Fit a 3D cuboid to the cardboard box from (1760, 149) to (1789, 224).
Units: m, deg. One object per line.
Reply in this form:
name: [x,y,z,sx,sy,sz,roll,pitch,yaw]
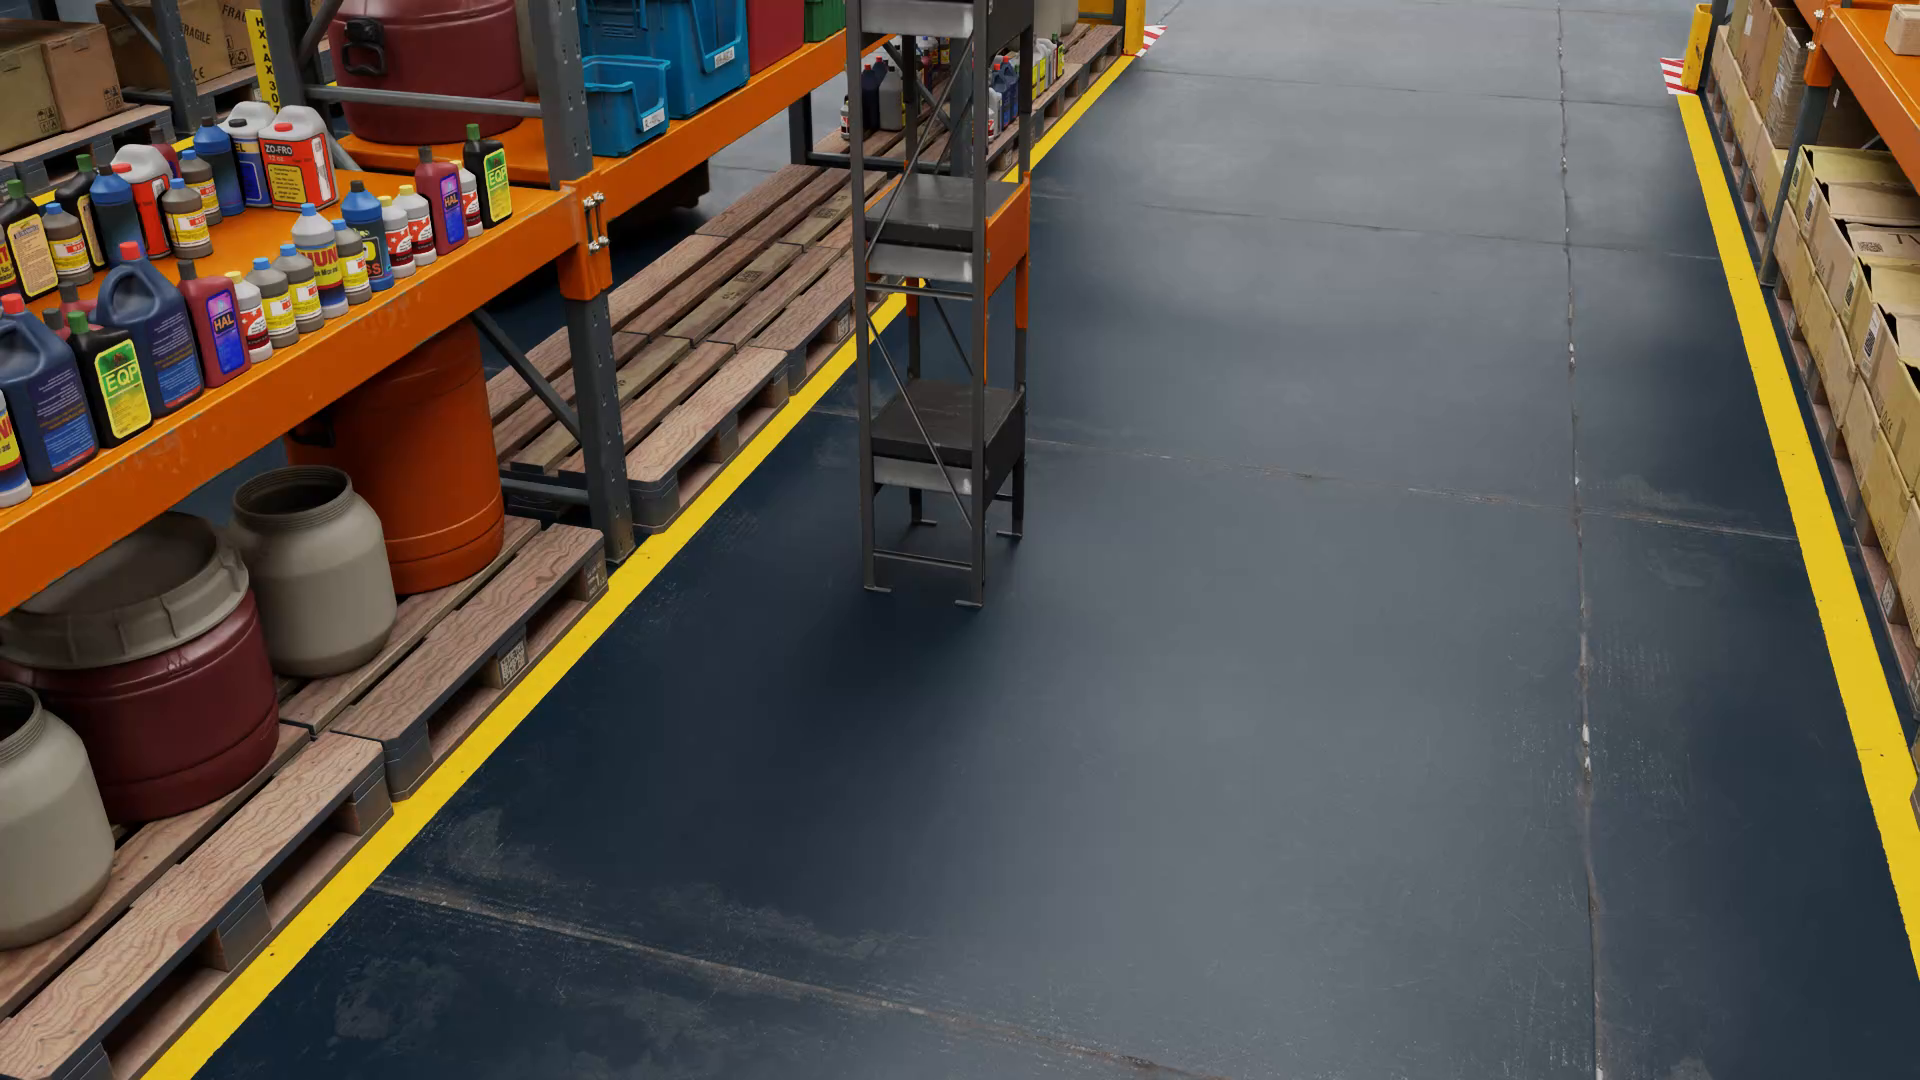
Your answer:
cardboard box: [4.231,-1.700,8.117,0.500,0.250,0.500,8,30,15]

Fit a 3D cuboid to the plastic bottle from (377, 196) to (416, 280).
plastic bottle: [-1.463,-0.782,4.274,0.097,0.201,0.097,0,29,0]

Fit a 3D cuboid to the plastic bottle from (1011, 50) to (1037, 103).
plastic bottle: [0.383,-2.816,9.998,0.144,0.351,0.185,8,30,14]

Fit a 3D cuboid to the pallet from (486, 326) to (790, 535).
pallet: [-1.340,-0.457,6.354,1.003,0.211,1.213,8,30,15]

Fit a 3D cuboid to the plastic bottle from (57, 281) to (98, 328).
plastic bottle: [-1.843,-0.425,3.548,0.061,0.283,0.133,8,30,15]

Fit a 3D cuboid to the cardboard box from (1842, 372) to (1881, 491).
cardboard box: [3.349,-0.347,5.685,0.500,0.250,0.500,9,30,16]

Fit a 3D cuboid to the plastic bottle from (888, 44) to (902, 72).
plastic bottle: [-0.366,-2.794,9.960,0.144,0.351,0.185,8,30,15]

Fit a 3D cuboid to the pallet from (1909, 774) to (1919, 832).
pallet: [2.874,0.948,3.829,1.003,0.211,1.213,8,30,15]

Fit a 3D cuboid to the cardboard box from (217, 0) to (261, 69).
cardboard box: [-4.849,-3.425,10.961,0.500,0.500,0.500,19,34,30]

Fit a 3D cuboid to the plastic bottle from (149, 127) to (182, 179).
plastic bottle: [-2.181,-0.969,4.526,0.061,0.283,0.133,8,30,15]

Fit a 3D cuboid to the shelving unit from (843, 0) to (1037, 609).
shelving unit: [-0.049,-0.841,5.101,0.431,2.100,0.503,8,30,15]

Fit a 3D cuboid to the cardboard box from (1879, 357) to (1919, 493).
cardboard box: [3.194,-0.360,5.132,0.500,0.311,0.500,8,30,14]

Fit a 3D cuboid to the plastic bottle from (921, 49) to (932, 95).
plastic bottle: [-0.213,-2.825,10.084,0.061,0.283,0.133,8,30,15]

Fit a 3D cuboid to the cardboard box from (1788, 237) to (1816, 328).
cardboard box: [3.797,-1.064,6.973,0.500,0.250,0.500,9,30,16]

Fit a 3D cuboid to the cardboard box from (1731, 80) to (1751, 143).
cardboard box: [4.666,-2.398,9.371,0.500,0.250,0.500,8,30,15]

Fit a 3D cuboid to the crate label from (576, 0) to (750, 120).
crate label: [-1.055,-1.760,5.791,0.502,0.435,0.616,8,30,15]

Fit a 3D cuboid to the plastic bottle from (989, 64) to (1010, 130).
plastic bottle: [0.203,-2.530,9.486,0.144,0.351,0.185,9,30,16]

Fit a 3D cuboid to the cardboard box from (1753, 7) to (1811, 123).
cardboard box: [4.532,-2.491,8.768,0.500,0.500,0.500,8,30,15]

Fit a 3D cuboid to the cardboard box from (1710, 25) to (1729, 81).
cardboard box: [5.107,-3.095,10.624,0.500,0.250,0.500,8,30,15]

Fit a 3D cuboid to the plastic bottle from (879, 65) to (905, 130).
plastic bottle: [-0.379,-2.534,9.493,0.144,0.351,0.185,8,30,15]

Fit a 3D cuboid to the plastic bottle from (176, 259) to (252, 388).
plastic bottle: [-1.651,-0.490,3.665,0.061,0.283,0.133,8,30,15]

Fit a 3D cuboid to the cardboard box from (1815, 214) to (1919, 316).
cardboard box: [3.641,-1.069,6.406,0.500,0.311,0.500,8,30,13]

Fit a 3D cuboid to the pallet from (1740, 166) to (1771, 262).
pallet: [4.577,-1.616,8.438,1.003,0.211,1.213,8,30,15]

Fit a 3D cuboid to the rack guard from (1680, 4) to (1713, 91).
rack guard: [5.485,-3.249,11.076,1.175,0.500,0.348,8,30,15]

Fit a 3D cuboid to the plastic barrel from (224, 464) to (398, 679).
plastic barrel: [-1.812,0.088,4.634,0.421,0.512,0.421,0,29,0]

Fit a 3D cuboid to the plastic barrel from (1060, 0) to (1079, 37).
plastic barrel: [0.623,-3.818,11.656,0.421,0.512,0.421,0,29,0]

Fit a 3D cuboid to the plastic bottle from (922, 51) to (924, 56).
plastic bottle: [-0.246,-2.958,10.408,0.097,0.201,0.097,0,29,0]

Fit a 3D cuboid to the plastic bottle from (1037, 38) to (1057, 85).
plastic bottle: [0.523,-3.012,10.427,0.152,0.276,0.135,9,30,15]

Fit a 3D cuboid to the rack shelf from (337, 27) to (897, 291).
rack shelf: [-1.018,-1.936,6.885,1.077,0.370,4.000,8,30,15]

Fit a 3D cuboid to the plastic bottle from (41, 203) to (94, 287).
plastic bottle: [-2.276,-0.752,4.221,0.097,0.201,0.097,0,29,0]

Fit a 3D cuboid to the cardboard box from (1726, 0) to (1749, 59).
cardboard box: [4.962,-3.190,10.024,0.500,0.500,0.500,8,30,15]

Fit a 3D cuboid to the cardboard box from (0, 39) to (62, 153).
cardboard box: [-5.524,-2.485,9.251,0.700,0.500,0.500,8,30,15]

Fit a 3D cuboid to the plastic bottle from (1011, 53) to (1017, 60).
plastic bottle: [0.358,-2.924,10.346,0.097,0.201,0.097,0,29,0]

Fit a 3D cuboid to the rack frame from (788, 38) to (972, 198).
rack frame: [-0.431,-3.180,8.381,1.000,3.000,0.127,8,30,15]

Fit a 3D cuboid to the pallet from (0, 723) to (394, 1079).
pallet: [-2.156,0.835,4.032,1.003,0.211,1.213,8,30,15]

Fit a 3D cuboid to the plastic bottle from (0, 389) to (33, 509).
plastic bottle: [-1.850,-0.200,3.156,0.097,0.271,0.097,0,29,0]

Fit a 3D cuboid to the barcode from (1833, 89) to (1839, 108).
barcode: [3.830,-1.932,7.268,0.001,0.075,0.075,8,30,15]

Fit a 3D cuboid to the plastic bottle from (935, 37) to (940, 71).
plastic bottle: [-0.171,-3.143,10.657,0.061,0.283,0.133,9,30,16]

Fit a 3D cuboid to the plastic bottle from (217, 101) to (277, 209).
plastic bottle: [-2.041,-1.112,4.791,0.152,0.276,0.135,8,30,15]

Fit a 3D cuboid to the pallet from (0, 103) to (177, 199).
pallet: [-5.393,-2.306,9.678,1.003,0.211,1.213,8,30,15]

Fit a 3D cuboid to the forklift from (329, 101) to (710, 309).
forklift: [-2.468,-2.589,7.389,1.130,2.935,3.031,14,32,23]

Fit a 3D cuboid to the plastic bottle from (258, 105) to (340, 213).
plastic bottle: [-1.895,-1.090,4.752,0.152,0.276,0.135,8,30,15]

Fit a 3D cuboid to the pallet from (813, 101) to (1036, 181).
pallet: [-0.194,-2.268,9.609,1.003,0.211,1.213,8,30,15]

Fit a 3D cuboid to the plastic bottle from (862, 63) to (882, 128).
plastic bottle: [-0.517,-2.555,9.530,0.144,0.351,0.185,8,30,14]

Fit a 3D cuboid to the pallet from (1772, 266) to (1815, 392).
pallet: [4.124,-0.905,7.159,1.003,0.211,1.213,8,30,15]

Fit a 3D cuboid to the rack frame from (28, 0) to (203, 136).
rack frame: [-5.165,-3.887,9.651,1.000,3.000,0.127,8,30,15]

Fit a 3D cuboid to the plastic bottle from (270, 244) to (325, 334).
plastic bottle: [-1.578,-0.601,3.949,0.097,0.201,0.097,0,29,0]

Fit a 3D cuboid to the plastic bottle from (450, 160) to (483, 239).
plastic bottle: [-1.367,-0.934,4.548,0.097,0.201,0.097,0,29,0]

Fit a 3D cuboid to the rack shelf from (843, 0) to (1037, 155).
rack shelf: [-0.049,-1.440,4.768,0.431,0.518,0.480,8,30,15]
